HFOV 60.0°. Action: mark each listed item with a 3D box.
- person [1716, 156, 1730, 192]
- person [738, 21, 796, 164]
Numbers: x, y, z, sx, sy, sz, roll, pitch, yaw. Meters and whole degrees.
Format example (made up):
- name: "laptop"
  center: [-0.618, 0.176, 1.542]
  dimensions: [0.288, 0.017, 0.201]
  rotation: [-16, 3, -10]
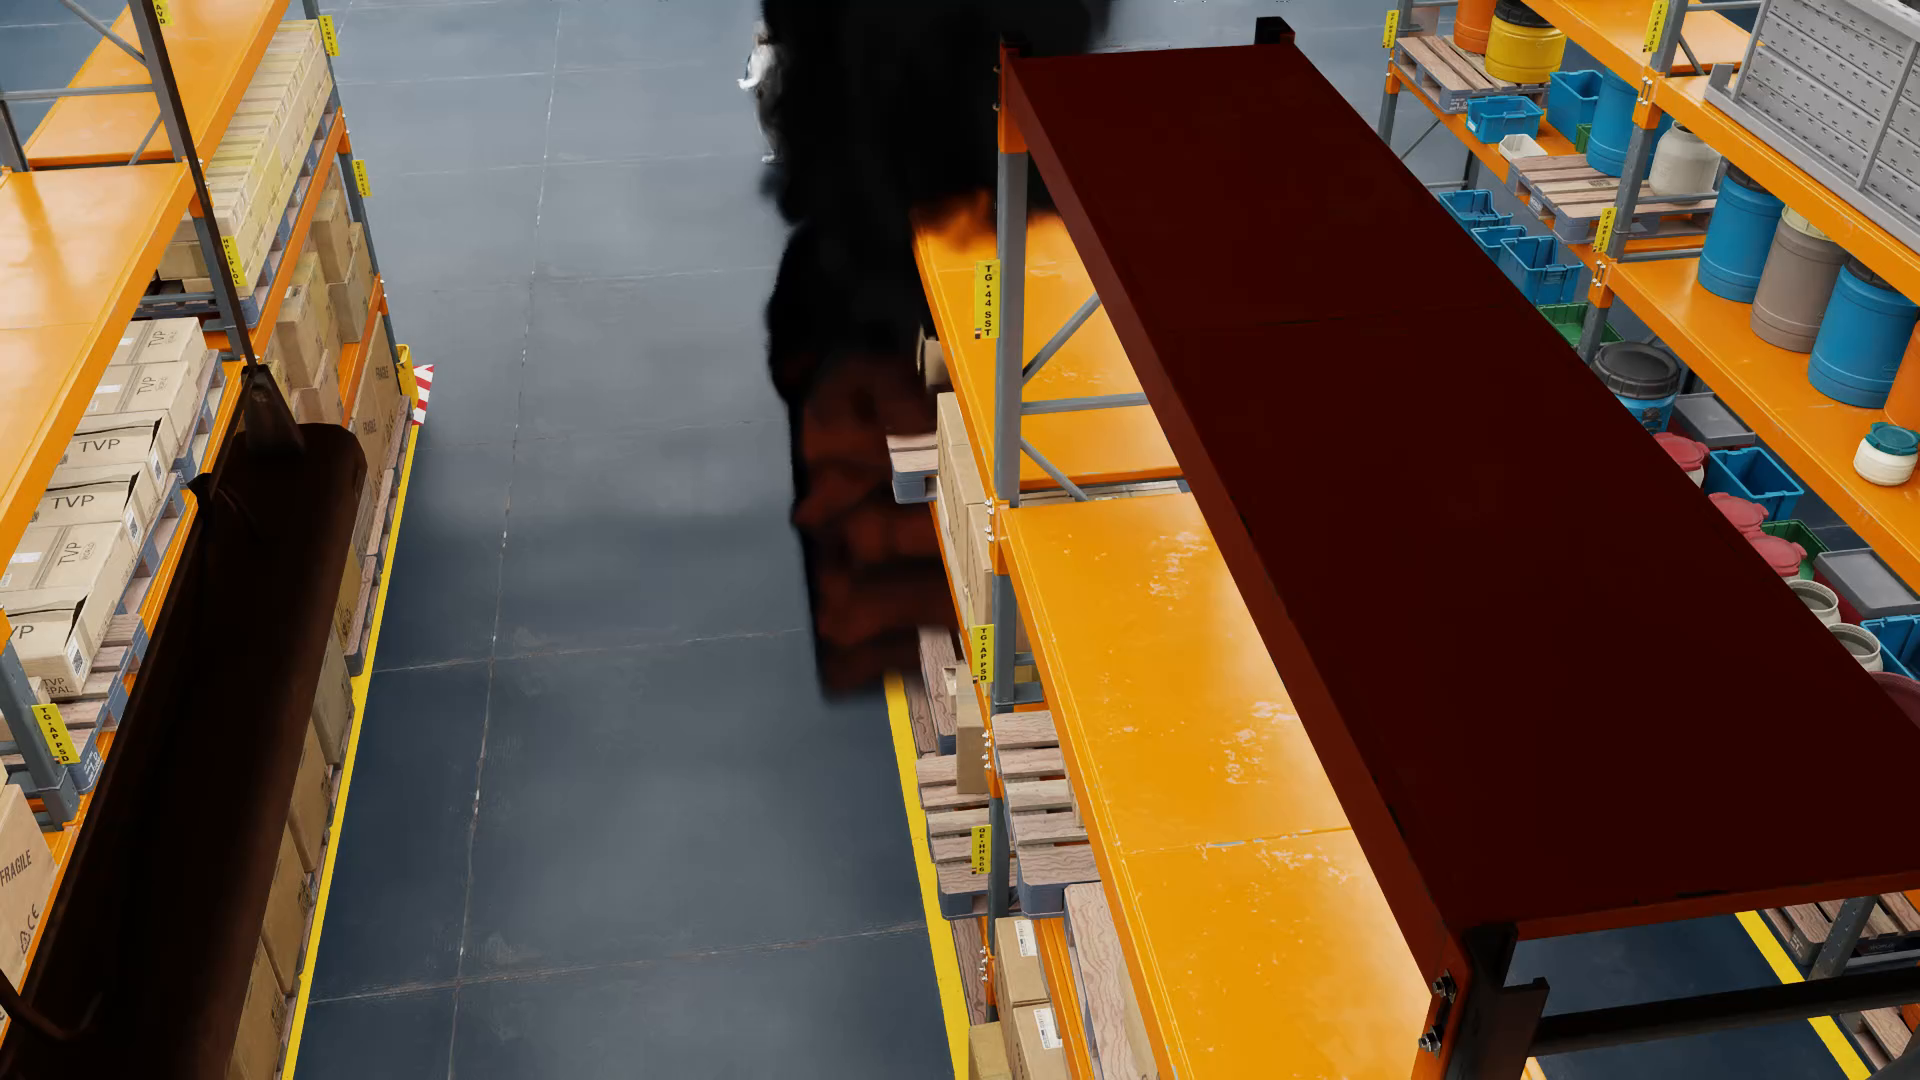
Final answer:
- name: "person"
  center: [8.545, -4.241, 17.726]
  dimensions: [0.746, 1.802, 0.639]
  rotation: [14, 38, 18]
- name: "person"
  center: [-2.229, -5.084, 18.984]
  dimensions: [0.569, 1.669, 0.605]
  rotation: [15, 39, 19]
